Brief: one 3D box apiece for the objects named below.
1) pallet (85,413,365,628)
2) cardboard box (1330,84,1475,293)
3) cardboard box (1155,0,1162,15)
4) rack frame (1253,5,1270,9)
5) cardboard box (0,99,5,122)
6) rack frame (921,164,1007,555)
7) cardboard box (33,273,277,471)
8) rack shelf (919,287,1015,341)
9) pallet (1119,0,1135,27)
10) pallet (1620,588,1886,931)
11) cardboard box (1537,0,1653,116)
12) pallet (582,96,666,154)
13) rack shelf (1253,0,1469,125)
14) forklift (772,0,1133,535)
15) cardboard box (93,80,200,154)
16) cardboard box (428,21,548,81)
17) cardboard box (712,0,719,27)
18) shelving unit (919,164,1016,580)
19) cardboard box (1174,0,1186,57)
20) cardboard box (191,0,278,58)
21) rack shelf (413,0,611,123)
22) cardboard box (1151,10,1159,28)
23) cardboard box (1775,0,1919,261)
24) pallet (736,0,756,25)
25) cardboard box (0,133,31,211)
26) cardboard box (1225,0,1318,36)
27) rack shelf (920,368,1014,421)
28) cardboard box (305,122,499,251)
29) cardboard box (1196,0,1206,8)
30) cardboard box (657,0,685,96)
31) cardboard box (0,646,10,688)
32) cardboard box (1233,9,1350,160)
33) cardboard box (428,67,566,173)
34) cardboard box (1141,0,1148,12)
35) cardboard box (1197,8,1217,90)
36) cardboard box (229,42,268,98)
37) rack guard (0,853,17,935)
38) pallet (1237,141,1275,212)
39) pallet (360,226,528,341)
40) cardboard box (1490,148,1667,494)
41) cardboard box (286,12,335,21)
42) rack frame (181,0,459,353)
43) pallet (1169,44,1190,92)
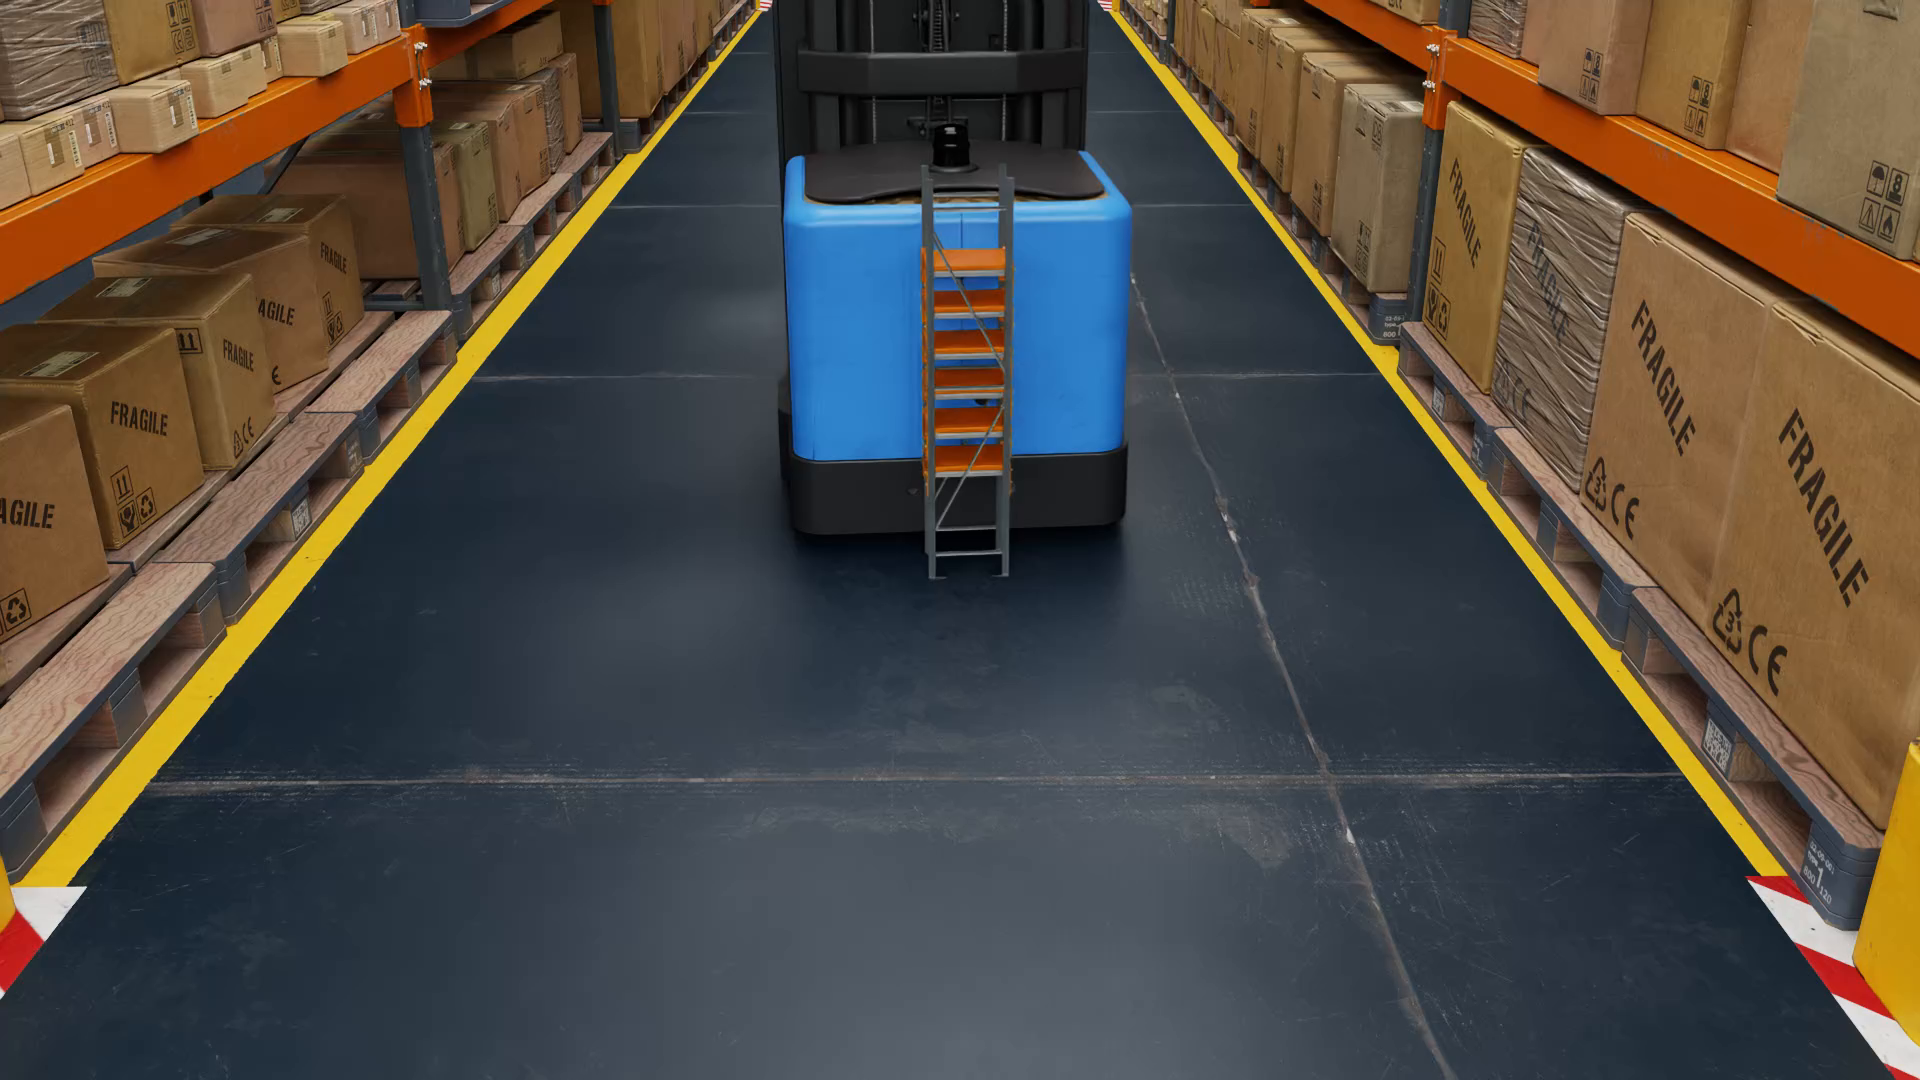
[{"bbox_3d":[-2.557,-0.092,5.197,1.003,0.211,1.213,0,24,-1],"label":"pallet"},{"bbox_3d":[2.248,-1.545,7.247,1.050,0.750,0.750,0,24,-1],"label":"cardboard box"},{"bbox_3d":[1.921,-4.688,14.564,0.380,0.149,0.250,-1,24,-3],"label":"cardboard box"},{"bbox_3d":[2.301,-3.772,9.949,1.000,3.000,0.127,0,24,-1],"label":"rack frame"},{"bbox_3d":[-2.676,-1.108,3.577,0.875,0.500,0.500,0,24,-1],"label":"cardboard box"},{"bbox_3d":[0.011,-0.507,4.915,0.240,1.200,0.006,-2,24,-4],"label":"rack frame"},{"bbox_3d":[-2.553,-0.539,5.325,0.500,0.500,0.500,-2,24,-5],"label":"cardboard box"},{"bbox_3d":[0.019,-0.648,4.751,0.258,0.103,0.180,-2,24,-4],"label":"rack shelf"},{"bbox_3d":[2.188,-5.431,17.003,1.003,0.211,1.213,0,24,-1],"label":"pallet"},{"bbox_3d":[2.301,0.466,3.963,1.003,0.211,1.213,0,24,-1],"label":"pallet"},{"bbox_3d":[2.277,-1.590,4.944,0.875,0.550,0.550,0,24,-1],"label":"cardboard box"},{"bbox_3d":[-2.593,-2.846,11.286,1.003,0.211,1.213,0,24,-1],"label":"pallet"},{"bbox_3d":[2.323,-2.620,8.275,1.077,0.370,4.000,0,24,-1],"label":"rack shelf"},{"bbox_3d":[-0.122,-1.921,5.941,1.130,2.935,3.031,-2,24,-4],"label":"forklift"},{"bbox_3d":[-2.257,-1.117,4.385,0.380,0.149,0.250,0,24,-1],"label":"cardboard box"},{"bbox_3d":[-2.607,-2.700,9.169,0.500,0.250,0.500,2,24,5],"label":"cardboard box"},{"bbox_3d":[-2.631,-4.935,14.590,0.875,0.875,0.875,0,24,-1],"label":"cardboard box"},{"bbox_3d":[0.019,-0.469,4.832,0.258,1.200,0.189,-2,24,-4],"label":"shelving unit"},{"bbox_3d":[2.000,-4.167,13.346,0.500,0.500,0.500,1,24,1],"label":"cardboard box"},{"bbox_3d":[-2.597,-1.726,4.945,0.875,0.500,0.500,0,24,-1],"label":"cardboard box"},{"bbox_3d":[-2.638,-2.639,8.318,1.077,0.370,4.000,0,24,-1],"label":"rack shelf"},{"bbox_3d":[1.926,-4.688,14.926,0.380,0.149,0.250,-1,24,-2],"label":"cardboard box"},{"bbox_3d":[2.311,-0.923,3.468,0.875,0.550,0.550,0,24,-1],"label":"cardboard box"},{"bbox_3d":[-2.660,-5.488,17.128,1.003,0.211,1.213,0,24,-1],"label":"pallet"},{"bbox_3d":[-2.332,-0.808,3.701,0.380,0.149,0.250,0,24,-1],"label":"cardboard box"},{"bbox_3d":[2.031,-3.446,10.844,0.500,0.250,0.500,-1,24,-2],"label":"cardboard box"},{"bbox_3d":[0.019,-0.429,4.850,0.258,0.103,0.180,-2,24,-4],"label":"rack shelf"},{"bbox_3d":[-2.588,-1.654,7.767,0.700,0.500,0.500,0,24,-1],"label":"cardboard box"},{"bbox_3d":[2.011,-4.079,12.242,0.500,0.250,0.500,1,24,1],"label":"cardboard box"},{"bbox_3d":[-2.648,-3.666,11.785,1.225,0.875,0.875,0,24,0],"label":"cardboard box"},{"bbox_3d":[-2.563,0.196,3.701,0.500,0.500,0.500,4,25,9],"label":"cardboard box"},{"bbox_3d":[2.218,-2.687,9.771,1.050,0.750,0.750,-1,24,-1],"label":"cardboard box"},{"bbox_3d":[-2.614,-2.348,9.301,0.700,0.500,0.500,-2,24,-5],"label":"cardboard box"},{"bbox_3d":[1.930,-5.106,15.849,0.380,0.149,0.250,0,24,-1],"label":"cardboard box"},{"bbox_3d":[2.008,-3.526,11.930,0.500,0.500,0.500,-1,24,-3],"label":"cardboard box"},{"bbox_3d":[-2.356,-1.426,5.067,0.380,0.149,0.250,0,24,-1],"label":"cardboard box"},{"bbox_3d":[-2.573,0.613,3.288,1.175,0.500,0.348,0,24,-1],"label":"rack guard"},{"bbox_3d":[2.234,-2.176,9.805,1.003,0.211,1.213,0,24,-1],"label":"pallet"},{"bbox_3d":[-2.626,-1.193,7.632,1.003,0.211,1.213,0,24,-1],"label":"pallet"},{"bbox_3d":[2.295,-0.716,5.261,0.875,0.875,0.875,0,24,0],"label":"cardboard box"},{"bbox_3d":[-2.384,-1.735,5.750,0.380,0.149,0.250,0,24,-1],"label":"cardboard box"},{"bbox_3d":[-2.616,-2.143,6.348,1.000,3.000,0.127,0,24,-1],"label":"rack frame"},{"bbox_3d":[2.267,-3.829,13.459,1.003,0.211,1.213,0,24,-1],"label":"pallet"}]
